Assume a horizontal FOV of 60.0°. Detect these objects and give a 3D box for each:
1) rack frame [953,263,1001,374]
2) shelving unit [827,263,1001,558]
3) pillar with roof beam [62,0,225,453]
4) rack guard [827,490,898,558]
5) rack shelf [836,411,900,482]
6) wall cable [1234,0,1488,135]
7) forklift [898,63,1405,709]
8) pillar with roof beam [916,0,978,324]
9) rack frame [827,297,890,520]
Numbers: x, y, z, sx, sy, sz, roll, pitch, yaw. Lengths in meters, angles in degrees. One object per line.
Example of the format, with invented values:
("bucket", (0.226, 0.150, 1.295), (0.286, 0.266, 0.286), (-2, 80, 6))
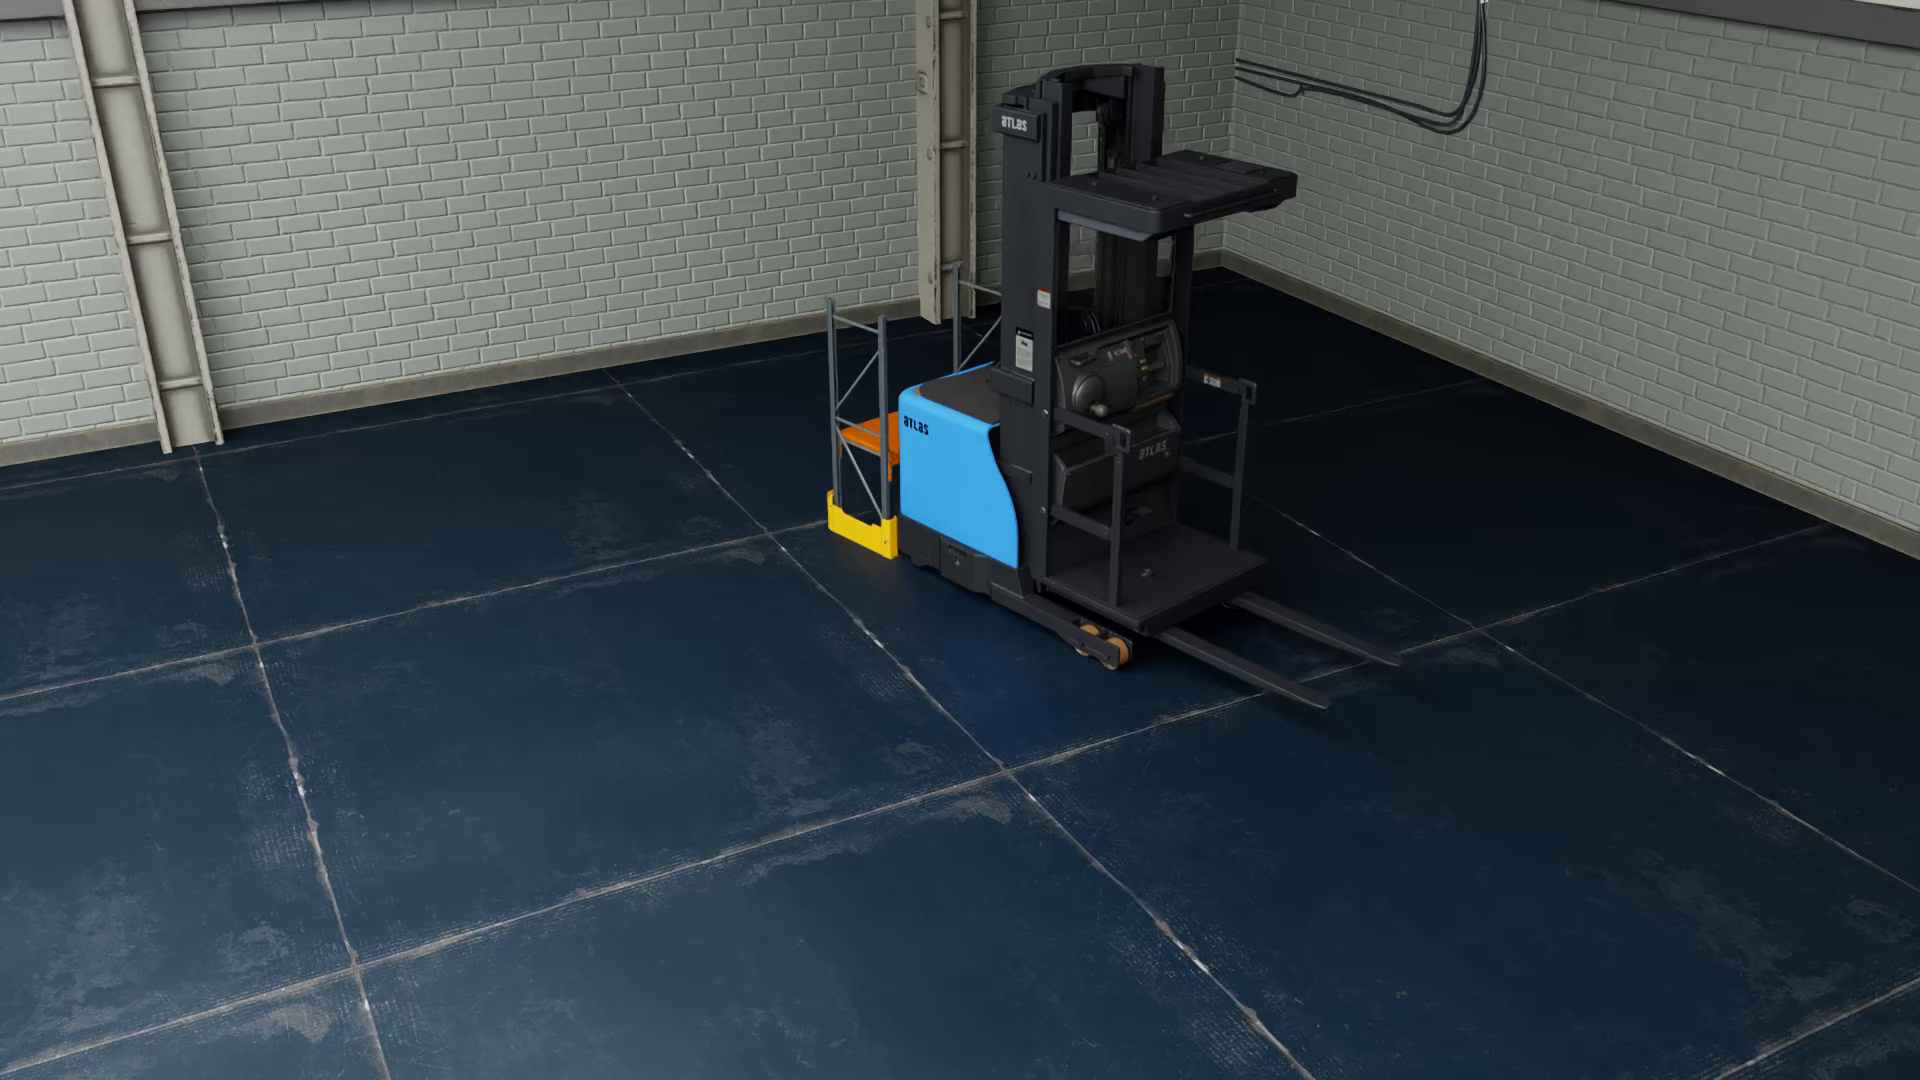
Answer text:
("rack frame", (0.139, -0.969, 10.536), (0.032, 1.500, 0.500), (-22, 33, -38))
("shelving unit", (-0.237, -0.815, 10.215), (1.083, 1.500, 0.587), (-22, 33, -38))
("pillar with roof beam", (-3.375, -3.108, 6.327), (0.400, 9.000, 9.100), (-13, 29, -25))
("rack guard", (-0.598, -0.104, 10.177), (0.087, 0.250, 0.587), (-22, 33, -38))
("rack shelf", (-0.230, -0.656, 10.299), (1.000, 0.185, 0.538), (-22, 33, -38))
("wall cable", (3.115, -4.670, 13.167), (0.112, 2.526, 3.097), (-13, 29, -25))
("forklift", (0.994, -0.886, 8.709), (1.130, 2.935, 3.031), (-22, 33, -37))
("pillar with roof beam", (1.919, -4.330, 8.872), (0.400, 9.000, 9.100), (-13, 29, -25))
("rack frame", (-0.599, -0.667, 9.906), (0.032, 1.500, 0.500), (-22, 33, -38))
